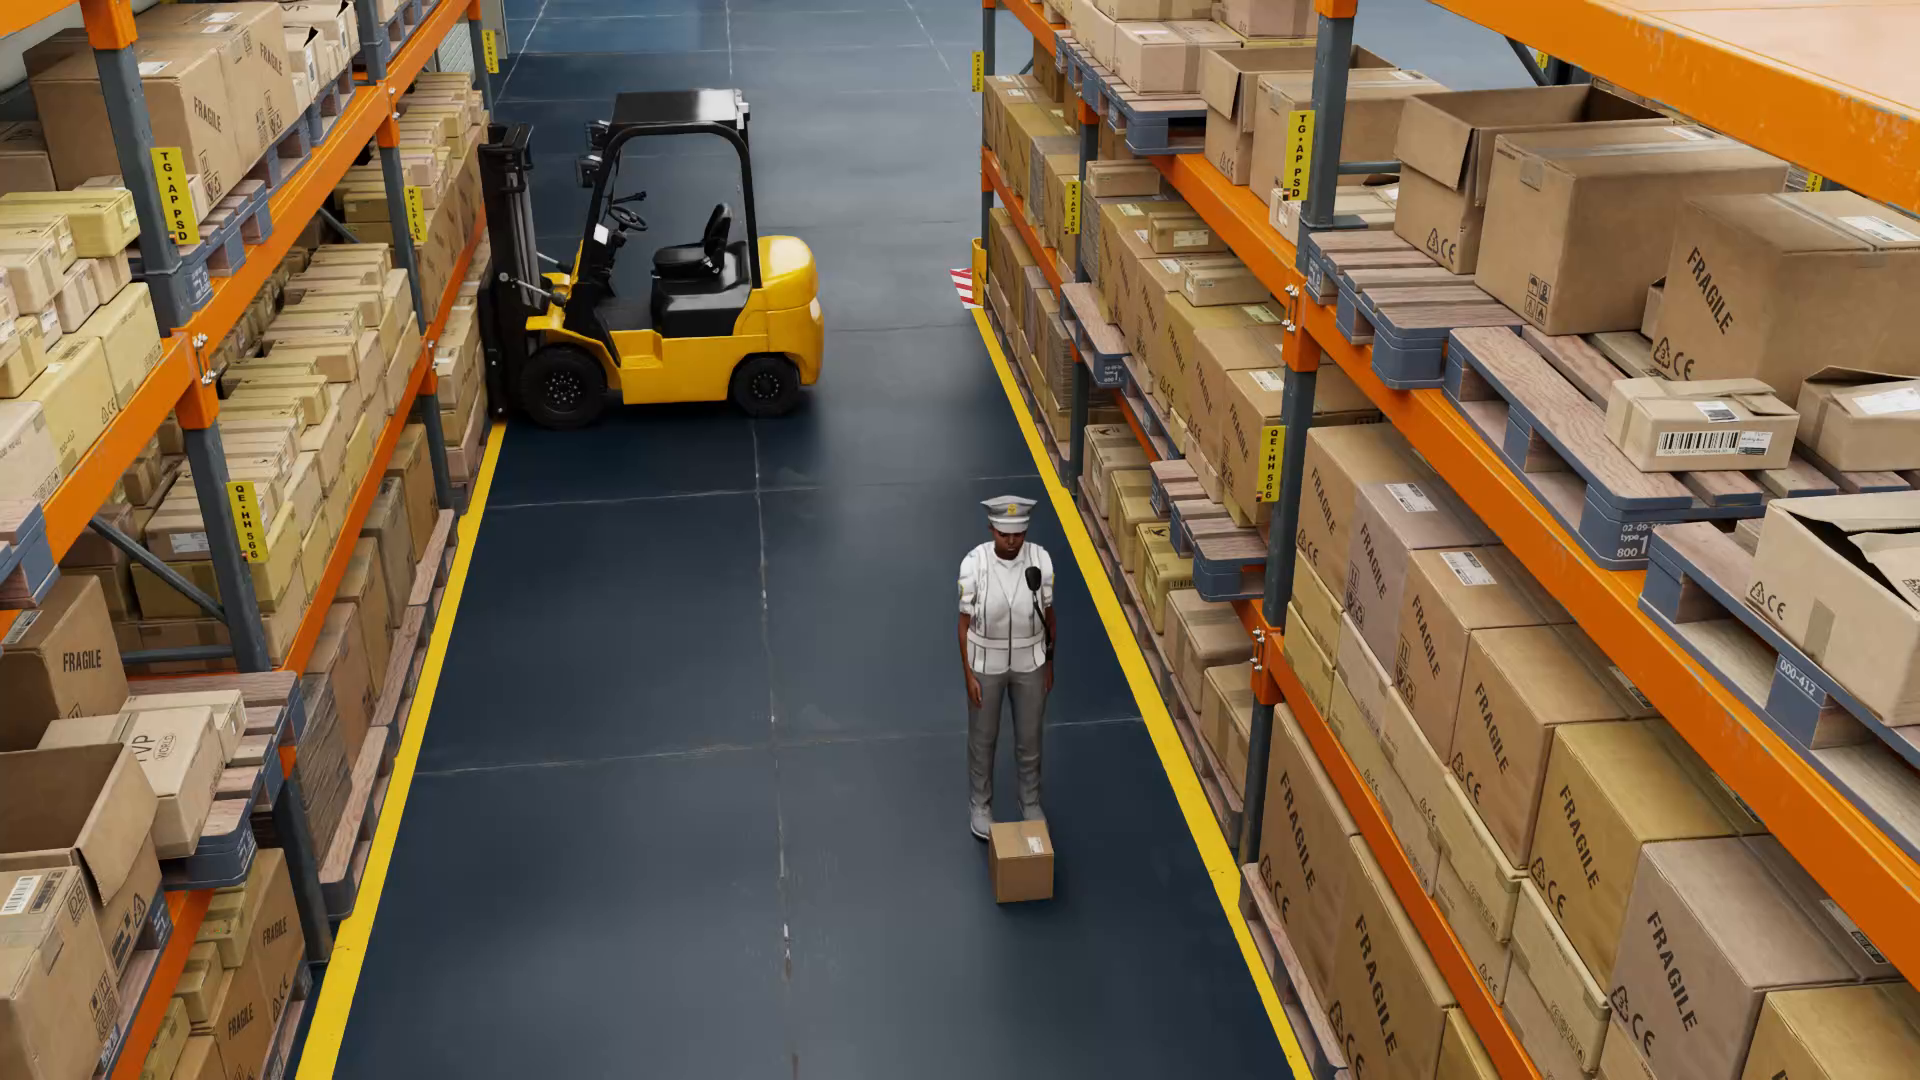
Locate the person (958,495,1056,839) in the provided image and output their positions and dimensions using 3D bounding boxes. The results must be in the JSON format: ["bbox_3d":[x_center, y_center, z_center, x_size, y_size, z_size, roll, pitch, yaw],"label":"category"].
[{"bbox_3d":[0.214,0.571,7.483,0.445,1.696,0.348,-3,27,-6],"label":"person"}]
